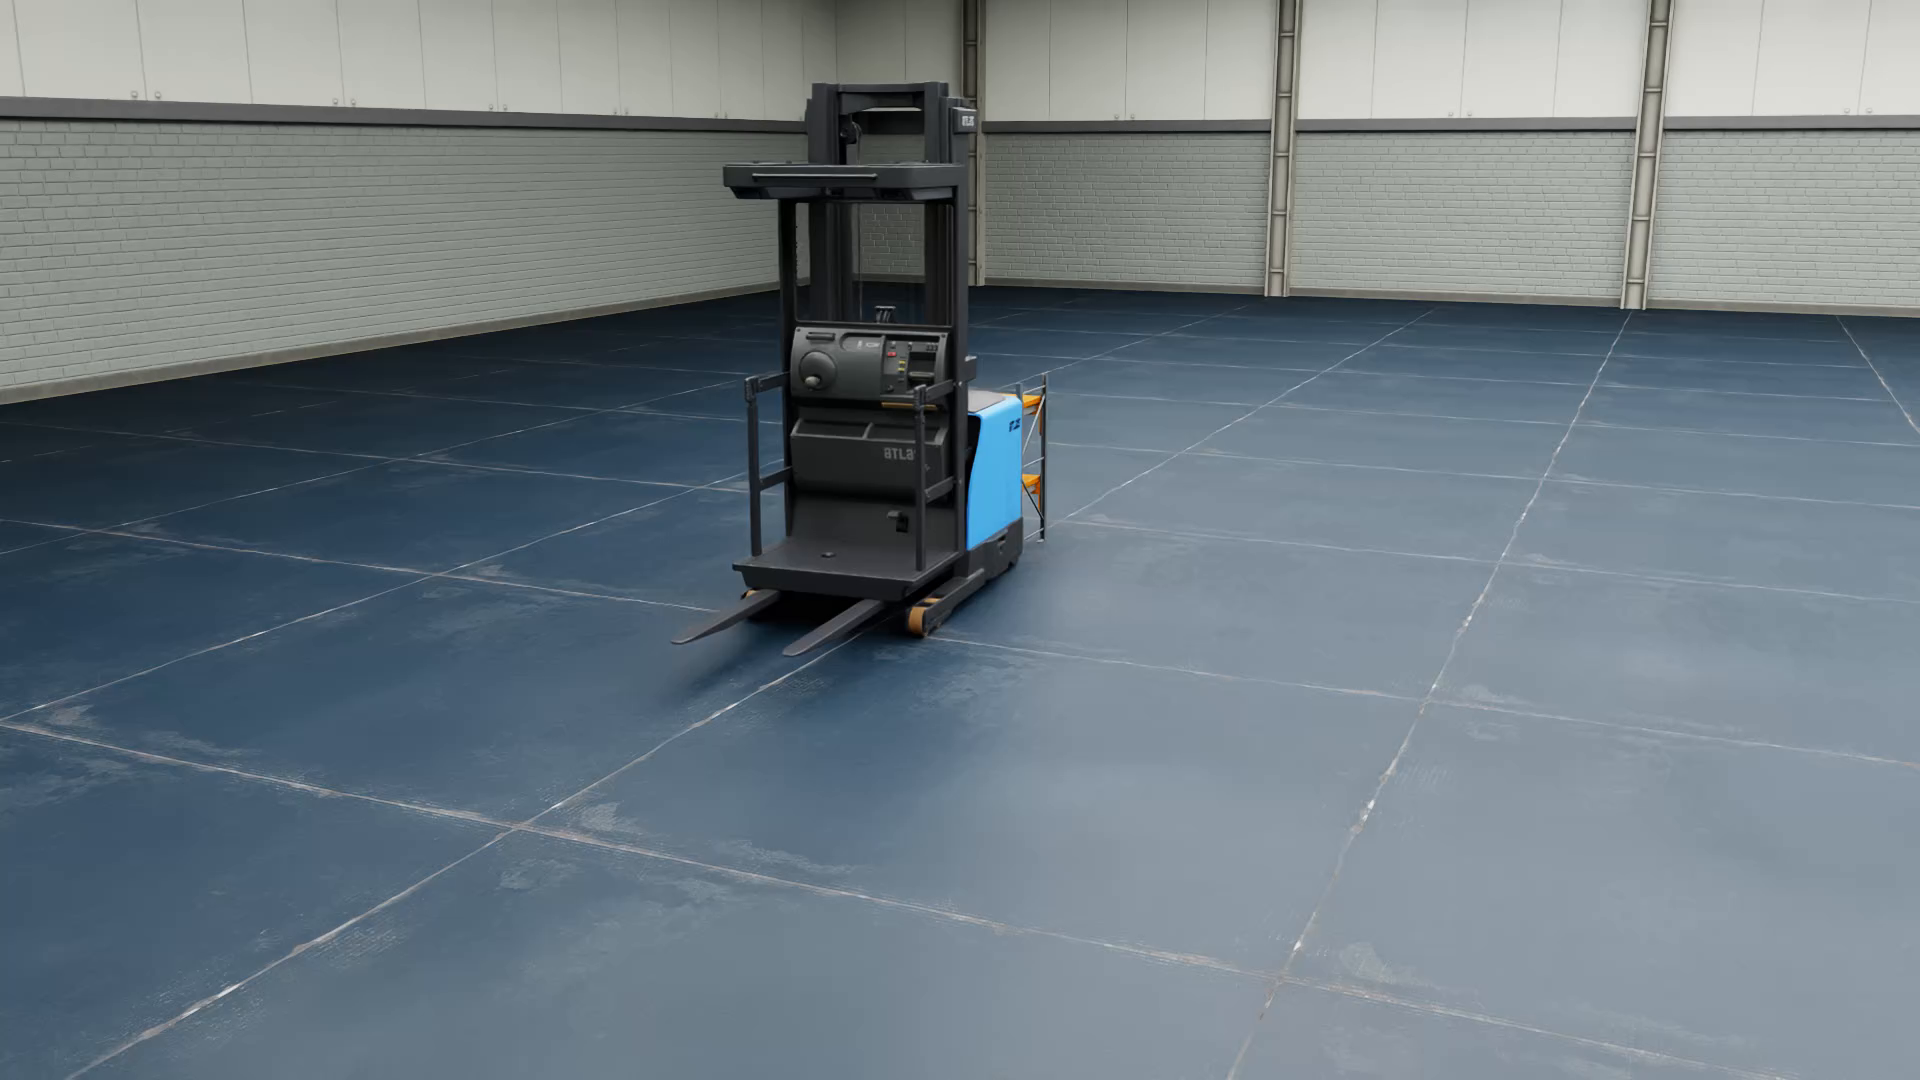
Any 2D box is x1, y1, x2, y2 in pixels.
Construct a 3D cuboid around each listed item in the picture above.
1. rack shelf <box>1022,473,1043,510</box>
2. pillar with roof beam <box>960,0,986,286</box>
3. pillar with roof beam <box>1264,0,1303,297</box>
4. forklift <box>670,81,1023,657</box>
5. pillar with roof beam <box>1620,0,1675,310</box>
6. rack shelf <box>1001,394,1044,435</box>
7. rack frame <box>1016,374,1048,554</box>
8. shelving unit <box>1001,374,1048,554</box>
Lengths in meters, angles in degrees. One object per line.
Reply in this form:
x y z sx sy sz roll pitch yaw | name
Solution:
0.006 -0.309 11.180 1.000 0.278 0.538 6 14 23 | rack shelf
-1.496 -8.454 27.583 0.400 9.000 9.100 6 14 23 | pillar with roof beam
3.990 -7.898 25.217 0.400 9.000 9.100 6 14 23 | pillar with roof beam
-0.585 -1.009 9.137 1.130 2.935 3.031 5 14 20 | forklift
9.476 -7.343 22.851 0.400 9.000 9.100 6 14 23 | pillar with roof beam
0.006 -0.832 11.057 1.000 0.278 0.538 6 14 23 | rack shelf
0.471 -0.500 10.923 0.032 1.125 0.500 6 14 23 | rack frame
0.006 -0.547 11.124 1.048 1.125 0.538 6 14 23 | shelving unit
